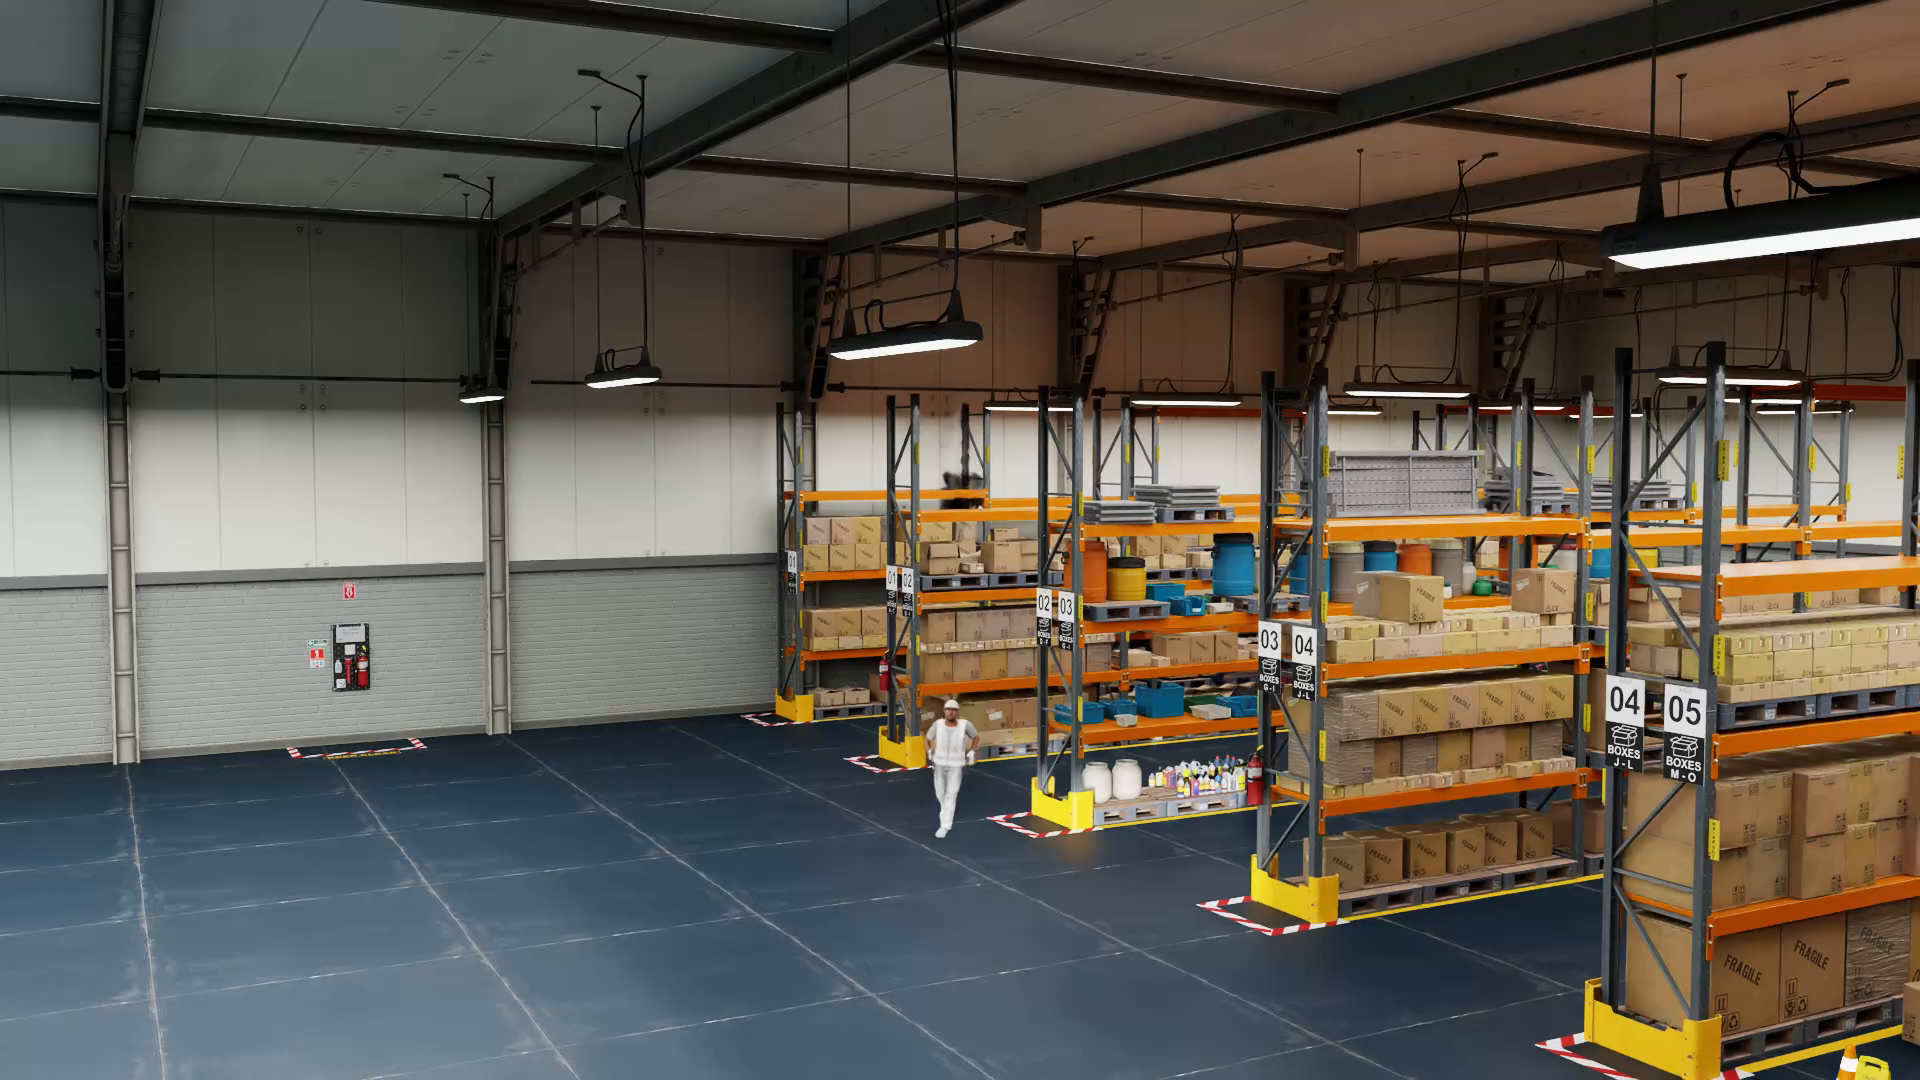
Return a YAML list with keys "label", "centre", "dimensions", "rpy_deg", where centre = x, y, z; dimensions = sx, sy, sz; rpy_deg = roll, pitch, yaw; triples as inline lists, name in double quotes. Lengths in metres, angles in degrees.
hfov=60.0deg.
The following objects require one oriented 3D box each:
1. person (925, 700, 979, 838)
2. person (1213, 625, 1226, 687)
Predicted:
- label: "person"
  centre: [-0.131, 3.017, 22.237]
  dimensions: [0.716, 1.774, 0.985]
  rpy_deg: [1, 3, 10]
- label: "person"
  centre: [5.205, 2.465, 33.388]
  dimensions: [0.581, 1.610, 0.604]
  rpy_deg: [-2, 4, -33]
